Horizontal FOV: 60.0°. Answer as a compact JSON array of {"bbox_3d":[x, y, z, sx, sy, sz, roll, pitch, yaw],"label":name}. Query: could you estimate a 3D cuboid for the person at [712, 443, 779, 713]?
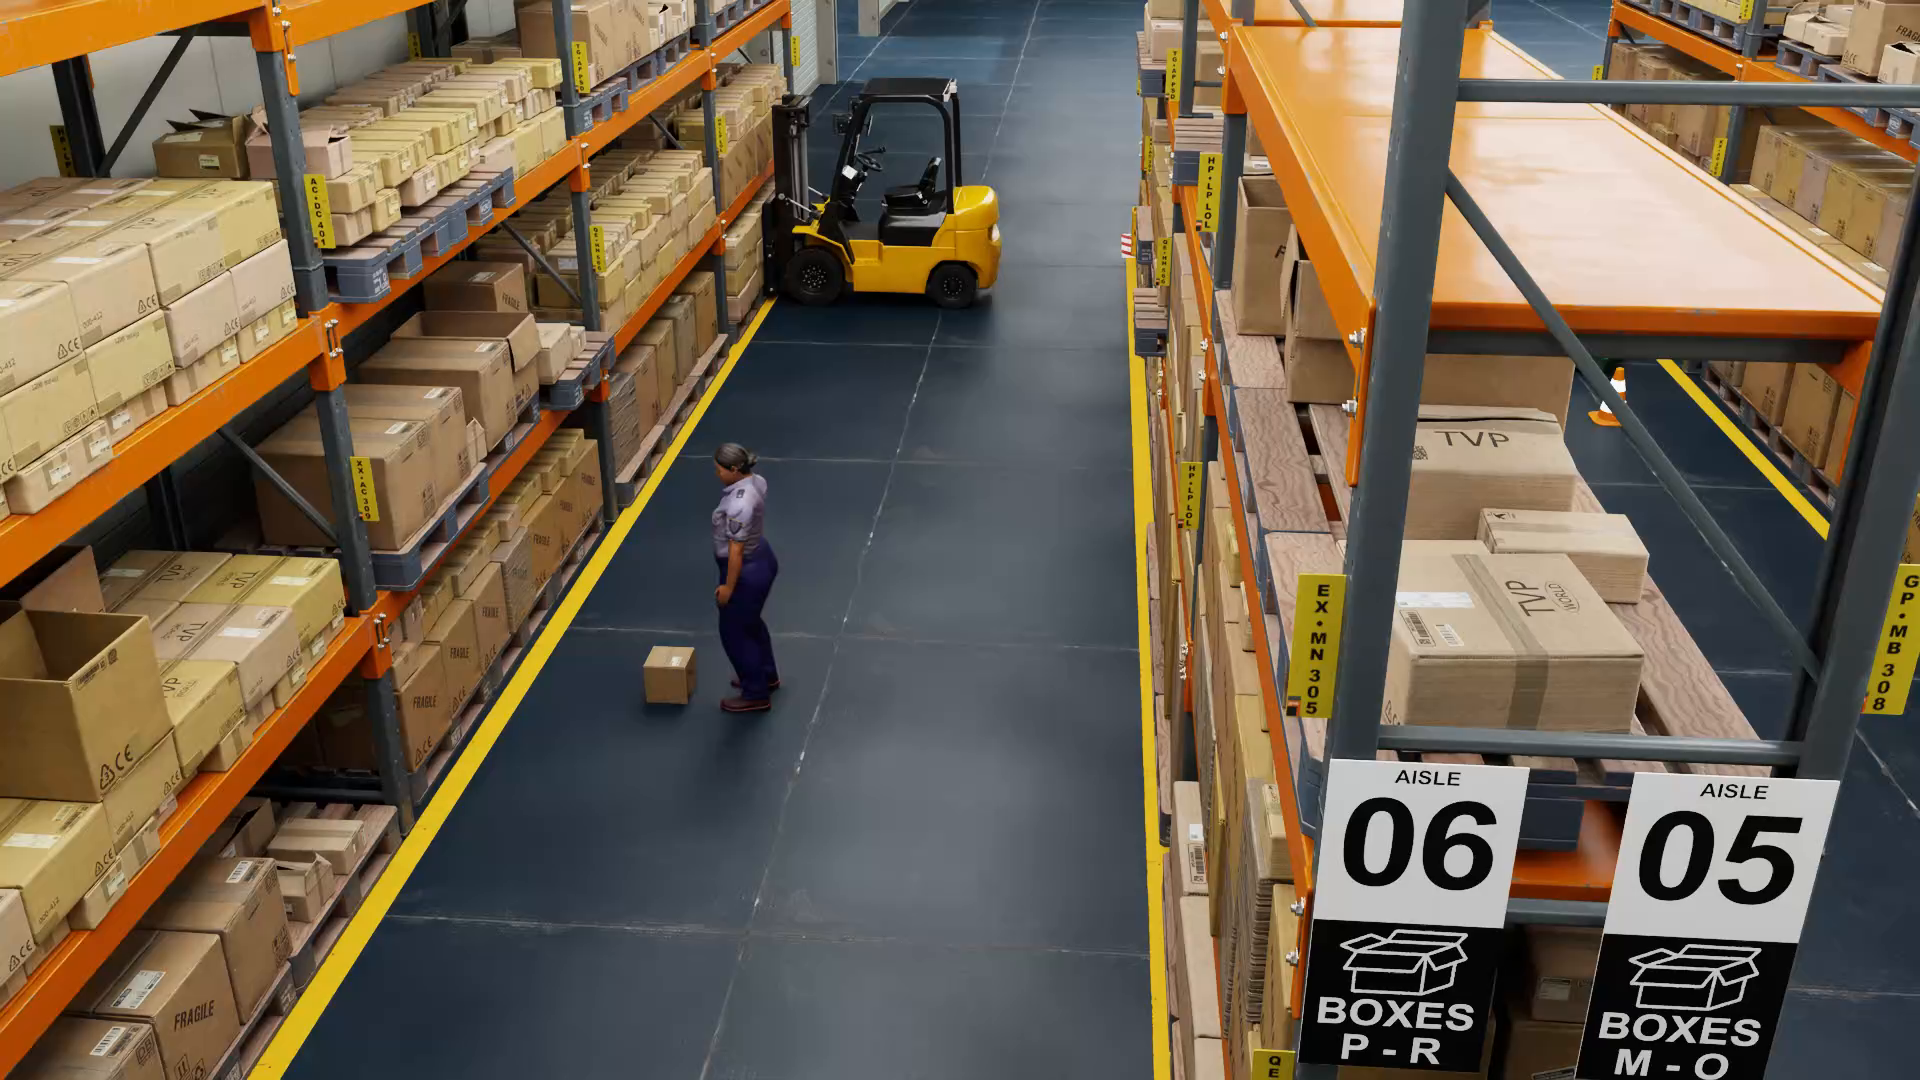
[{"bbox_3d":[-1.239,0.211,9.578,0.338,1.644,0.476,2,25,5],"label":"person"}]
